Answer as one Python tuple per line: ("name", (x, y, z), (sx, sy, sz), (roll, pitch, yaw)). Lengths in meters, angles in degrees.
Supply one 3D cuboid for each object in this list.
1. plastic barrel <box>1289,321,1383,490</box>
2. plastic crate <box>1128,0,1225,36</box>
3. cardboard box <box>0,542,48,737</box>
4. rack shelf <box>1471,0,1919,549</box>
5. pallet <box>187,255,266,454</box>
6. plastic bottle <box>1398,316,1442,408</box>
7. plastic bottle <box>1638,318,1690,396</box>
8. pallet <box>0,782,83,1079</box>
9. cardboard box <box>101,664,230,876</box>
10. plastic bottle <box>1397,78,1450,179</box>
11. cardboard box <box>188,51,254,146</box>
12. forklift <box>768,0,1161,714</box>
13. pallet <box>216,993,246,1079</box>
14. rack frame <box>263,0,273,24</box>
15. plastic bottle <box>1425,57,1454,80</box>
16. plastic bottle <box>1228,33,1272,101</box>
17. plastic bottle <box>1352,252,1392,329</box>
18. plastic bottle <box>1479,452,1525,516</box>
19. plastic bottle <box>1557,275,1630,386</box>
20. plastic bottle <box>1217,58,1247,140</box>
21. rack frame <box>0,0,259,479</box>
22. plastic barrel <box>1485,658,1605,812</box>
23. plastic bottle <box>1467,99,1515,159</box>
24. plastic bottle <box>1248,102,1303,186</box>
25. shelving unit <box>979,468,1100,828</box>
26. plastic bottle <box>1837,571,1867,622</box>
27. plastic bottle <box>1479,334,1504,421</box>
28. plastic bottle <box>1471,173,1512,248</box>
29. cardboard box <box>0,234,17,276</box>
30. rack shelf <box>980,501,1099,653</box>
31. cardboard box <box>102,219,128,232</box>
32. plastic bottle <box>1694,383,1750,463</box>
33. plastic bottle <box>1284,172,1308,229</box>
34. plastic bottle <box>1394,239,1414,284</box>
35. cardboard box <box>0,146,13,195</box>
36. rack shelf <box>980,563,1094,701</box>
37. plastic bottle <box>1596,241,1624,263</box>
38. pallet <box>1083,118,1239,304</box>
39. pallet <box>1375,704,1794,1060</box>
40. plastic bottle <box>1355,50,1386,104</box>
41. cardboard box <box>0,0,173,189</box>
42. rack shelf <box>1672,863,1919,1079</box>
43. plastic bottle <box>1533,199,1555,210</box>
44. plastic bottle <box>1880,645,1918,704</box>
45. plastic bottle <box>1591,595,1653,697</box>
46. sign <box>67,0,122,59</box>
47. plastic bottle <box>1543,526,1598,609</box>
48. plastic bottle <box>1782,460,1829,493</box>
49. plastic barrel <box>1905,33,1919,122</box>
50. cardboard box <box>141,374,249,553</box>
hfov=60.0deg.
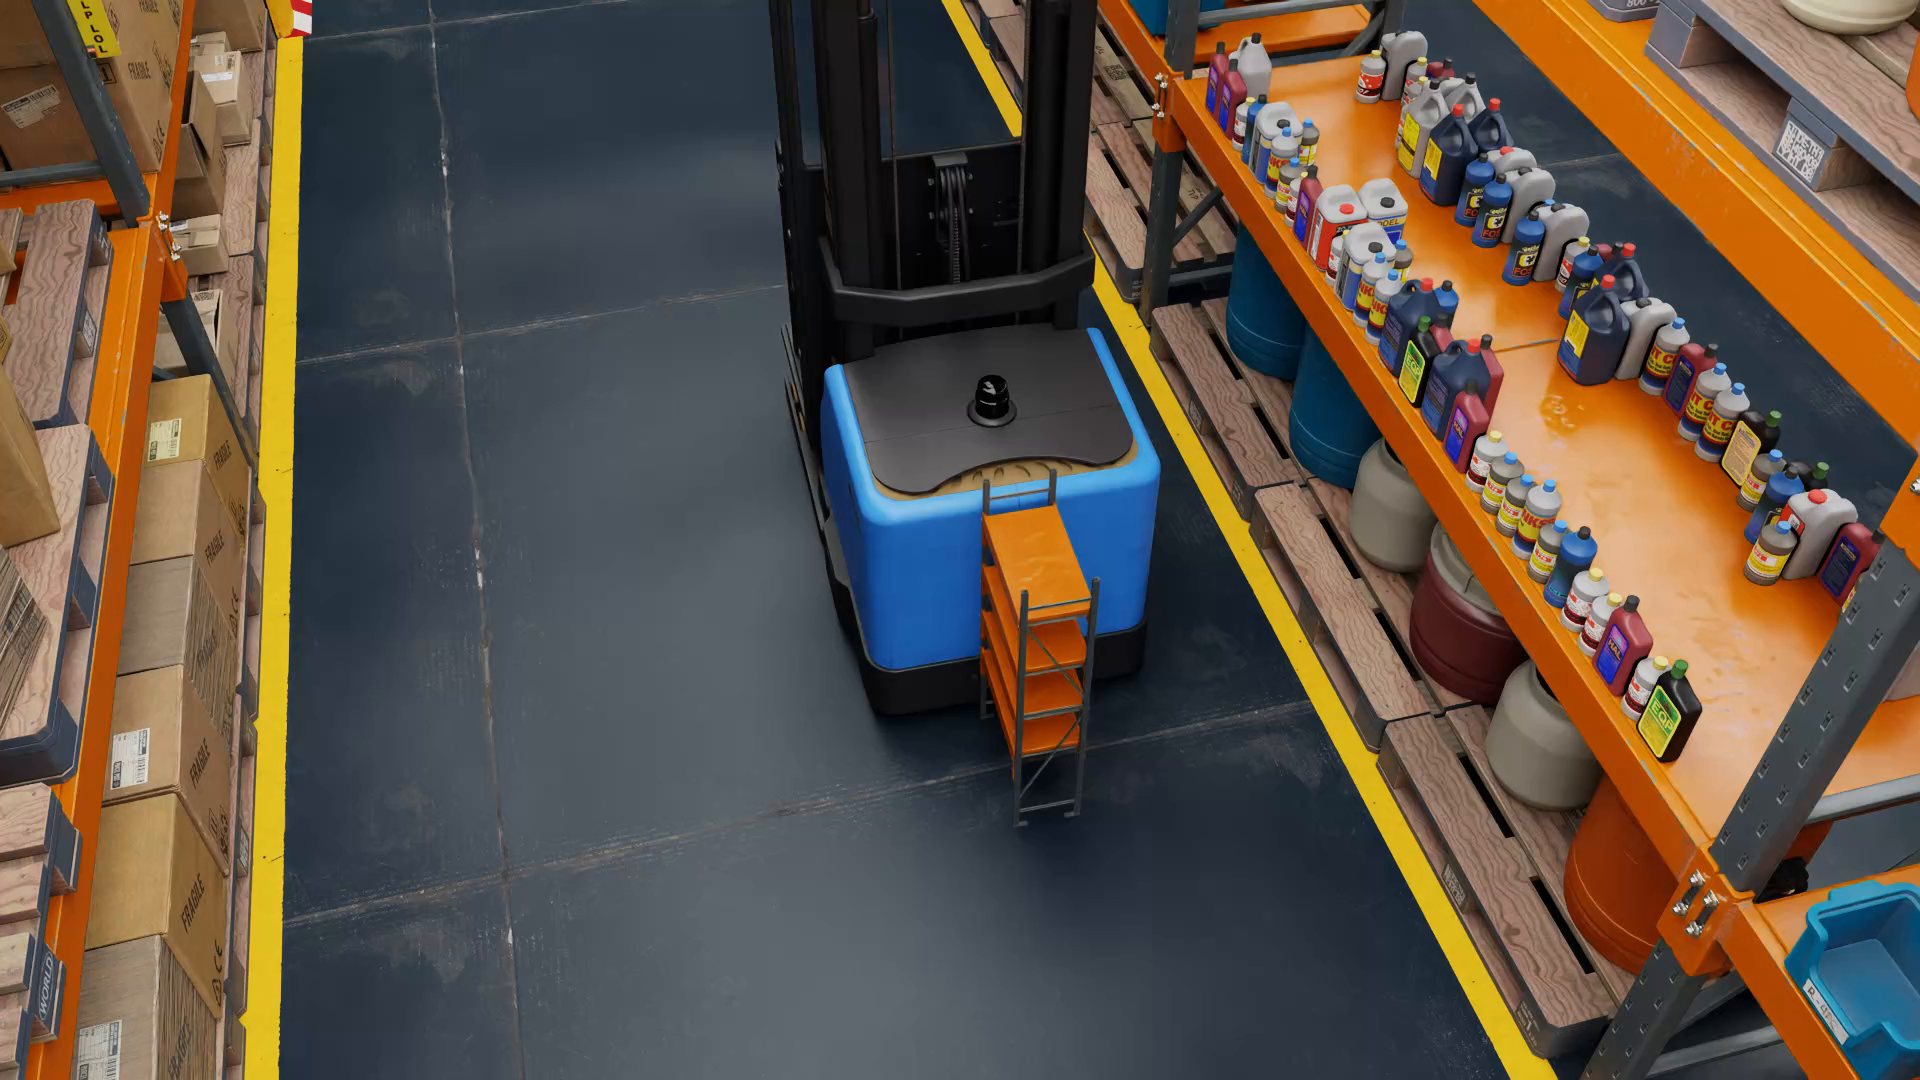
("plastic barrel", (1.639, -0.706, 6.517), (0.600, 0.901, 0.708), (-11, 47, -10))
("plastic crate", (0.885, -2.437, 7.007), (0.392, 0.384, 0.575), (-11, 47, -10))
("cardboard box", (-2.750, 0.241, 4.050), (0.700, 0.500, 0.500), (-3, 46, -3))
("rack shelf", (1.847, -1.579, 4.600), (1.077, 0.370, 4.000), (-11, 47, -10))
("pallet", (-3.630, -0.756, 7.344), (1.003, 0.211, 1.213), (-11, 47, -10))
("plastic bottle", (1.468, -0.569, 5.289), (0.061, 0.283, 0.133), (-11, 47, -10))
("plastic bottle", (2.261, -0.595, 5.323), (0.097, 0.271, 0.097), (0, 46, 0))
("pallet", (-2.672, 1.115, 3.691), (1.213, 0.211, 1.003), (-11, 47, -10))
("cardboard box", (-2.673, 0.791, 5.317), (0.500, 0.500, 0.500), (-12, 47, -12))
("plastic bottle", (1.747, -1.543, 6.196), (0.144, 0.351, 0.185), (-11, 47, -10))
("cardboard box", (-3.887, -2.220, 8.442), (0.500, 0.250, 0.500), (-11, 47, -10))
("forklift", (-0.140, -1.465, 6.133), (1.130, 2.935, 3.031), (-9, 46, -9))
("pallet", (-2.585, 1.957, 4.684), (1.003, 0.211, 1.213), (-11, 47, -10))
("rack frame", (-4.479, -4.020, 8.589), (1.000, 3.000, 0.127), (-11, 47, -10))
("plastic bottle", (1.851, -1.756, 6.452), (0.061, 0.283, 0.133), (-11, 47, -10))
("plastic bottle", (1.122, -1.814, 6.462), (0.144, 0.351, 0.185), (-11, 47, -10))
("plastic bottle", (1.384, -0.843, 5.566), (0.097, 0.271, 0.097), (0, 46, 0))
("plastic bottle", (1.622, -0.177, 4.962), (0.097, 0.201, 0.097), (0, 46, 0))
("plastic bottle", (2.056, -0.688, 5.359), (0.144, 0.351, 0.185), (-11, 47, -10))
("plastic bottle", (1.050, -1.697, 6.395), (0.061, 0.283, 0.133), (-11, 47, -10))
("rack frame", (-3.455, -1.258, 5.883), (1.000, 3.000, 0.127), (-11, 47, -10))
("plastic barrel", (1.986, 0.616, 5.494), (0.421, 0.512, 0.421), (0, 46, 0))
("plastic bottle", (1.933, -1.442, 6.097), (0.144, 0.351, 0.185), (-11, 47, -10))
("plastic bottle", (1.178, -1.476, 6.183), (0.152, 0.276, 0.135), (-11, 47, -10))
("shelving unit", (0.245, 0.385, 5.533), (0.258, 1.200, 0.503), (-9, 46, -9))
("plastic bottle", (2.532, 0.160, 4.632), (0.097, 0.201, 0.097), (0, 46, 0))
("plastic bottle", (1.642, -0.503, 5.225), (0.061, 0.283, 0.133), (-11, 47, -10))
("plastic bottle", (1.889, -1.174, 5.891), (0.097, 0.271, 0.097), (0, 46, 0))
("cardboard box", (-3.550, -1.072, 5.337), (0.700, 0.500, 0.500), (-26, 51, -23))
("rack shelf", (0.245, 0.110, 5.252), (0.258, 0.148, 0.480), (-9, 46, -9))
("cardboard box", (-4.067, -1.330, 7.528), (0.500, 0.311, 0.500), (-11, 47, -10))
("plastic bottle", (2.345, -0.368, 5.101), (0.097, 0.271, 0.097), (0, 46, 0))
("plastic bottle", (1.231, -1.230, 5.995), (0.097, 0.201, 0.097), (0, 46, 0))
("plastic bottle", (1.497, -0.939, 5.709), (0.097, 0.201, 0.097), (0, 46, 0))
("cardboard box", (-3.831, -1.591, 6.139), (0.500, 0.500, 0.500), (-10, 46, -10))
("rack shelf", (0.245, 0.275, 5.421), (0.258, 0.148, 0.480), (-9, 46, -9))
("plastic bottle", (2.168, -0.903, 5.616), (0.061, 0.283, 0.133), (-11, 47, -10))
("pallet", (1.109, -1.686, 8.254), (1.003, 0.211, 1.213), (-11, 47, -10))
("pallet", (2.116, 1.040, 5.583), (1.003, 0.211, 1.213), (-11, 47, -10))
("plastic bottle", (1.632, -1.843, 6.595), (0.097, 0.201, 0.097), (0, 46, 0))
("cardboard box", (-3.322, -1.695, 6.241), (0.500, 0.500, 0.500), (-10, 46, -9))
("rack shelf", (2.871, 2.233, 2.965), (1.077, 0.370, 4.000), (-11, 47, -10))
("plastic bottle", (2.061, -1.110, 5.877), (0.097, 0.201, 0.097), (0, 46, 0))
("plastic bottle", (2.413, 0.314, 4.429), (0.152, 0.276, 0.135), (-11, 47, -10))
("plastic bottle", (1.783, 0.281, 4.457), (0.061, 0.283, 0.133), (-11, 47, -10))
("sign", (-2.919, -1.767, 5.571), (0.100, 0.325, 0.005), (-11, 47, -10))
("plastic bottle", (1.722, 0.067, 4.674), (0.097, 0.271, 0.097), (0, 46, 0))
("plastic bottle", (2.452, -0.137, 4.866), (0.061, 0.283, 0.133), (-11, 47, -10))
("plastic barrel", (2.216, -1.139, 3.071), (0.600, 0.830, 0.708), (-11, 47, -10))
("cardboard box", (-3.051, -0.249, 6.336), (0.500, 0.500, 0.500), (-11, 47, -11))
